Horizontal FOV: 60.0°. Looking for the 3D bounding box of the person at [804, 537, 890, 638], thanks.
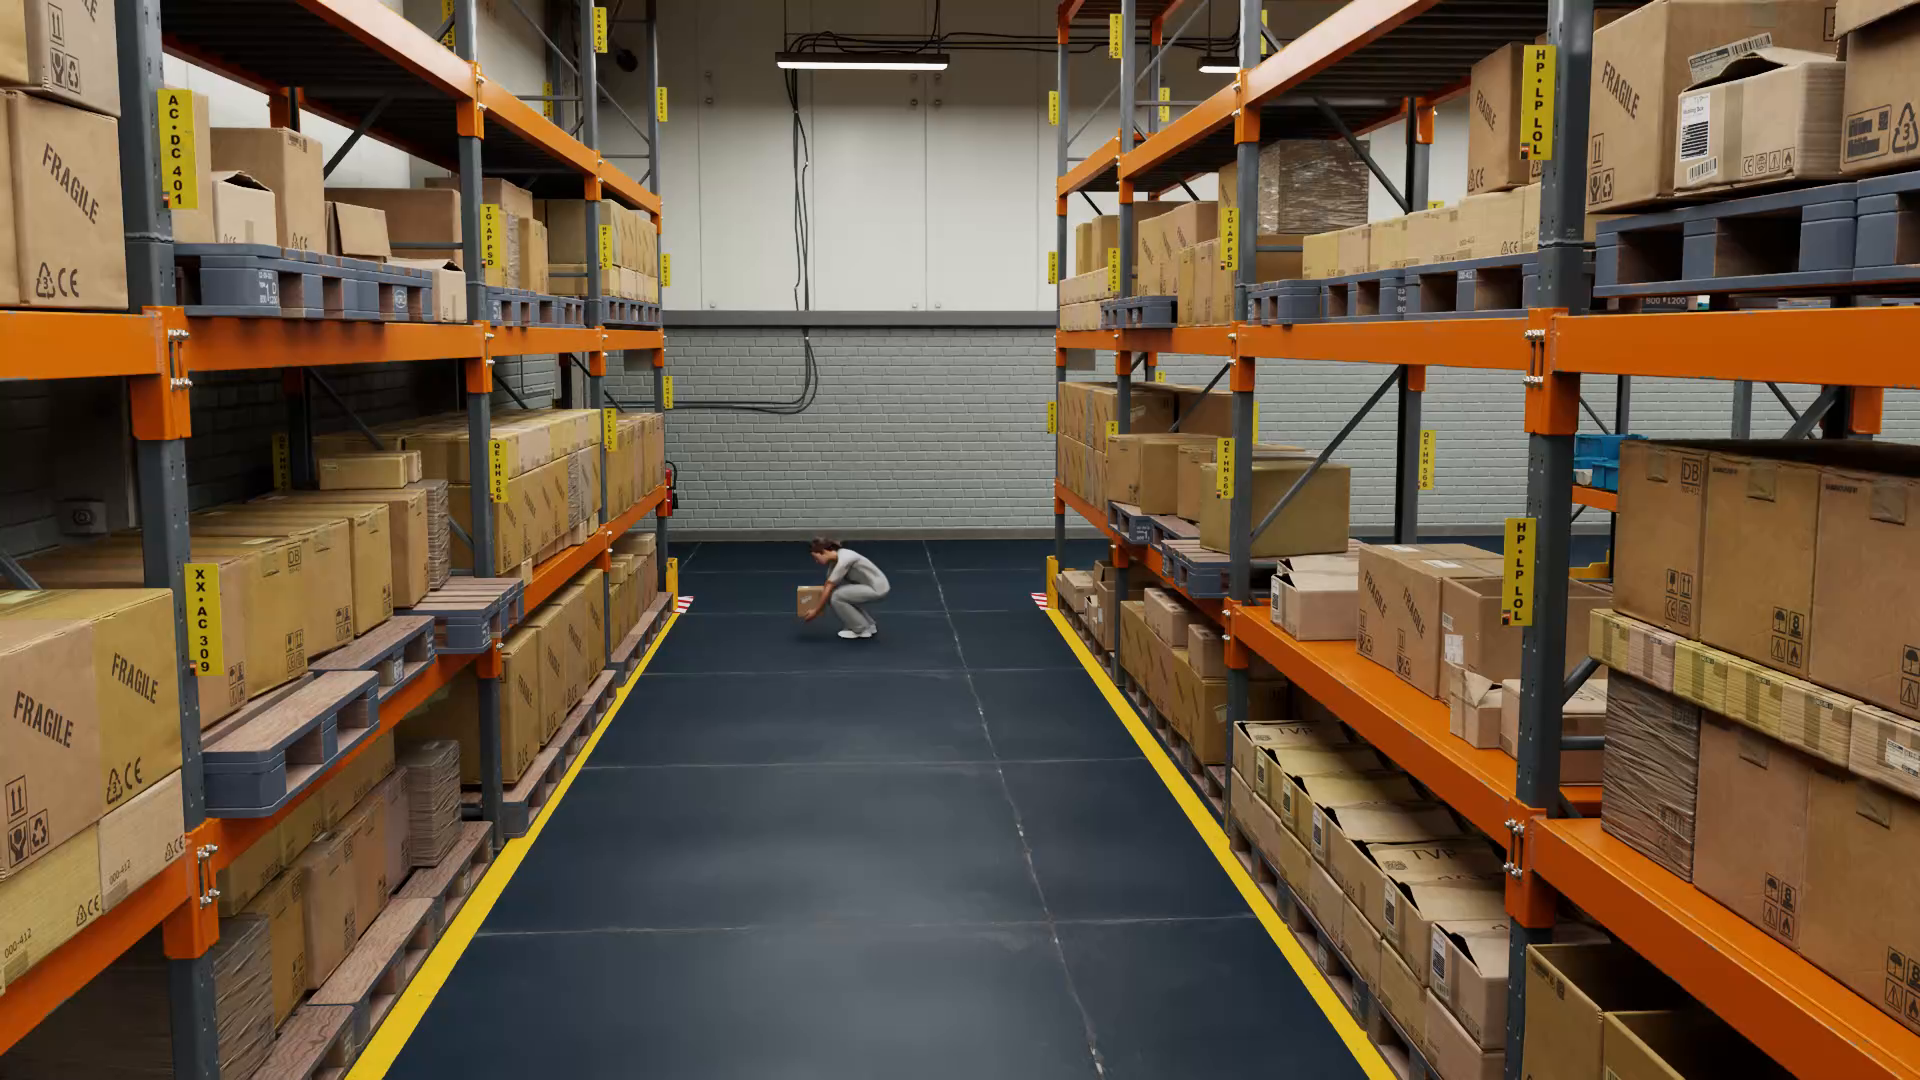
[{"bbox_3d":[-1.043,0.427,15.331,0.796,0.936,0.492,0,7,-4],"label":"person"}]
